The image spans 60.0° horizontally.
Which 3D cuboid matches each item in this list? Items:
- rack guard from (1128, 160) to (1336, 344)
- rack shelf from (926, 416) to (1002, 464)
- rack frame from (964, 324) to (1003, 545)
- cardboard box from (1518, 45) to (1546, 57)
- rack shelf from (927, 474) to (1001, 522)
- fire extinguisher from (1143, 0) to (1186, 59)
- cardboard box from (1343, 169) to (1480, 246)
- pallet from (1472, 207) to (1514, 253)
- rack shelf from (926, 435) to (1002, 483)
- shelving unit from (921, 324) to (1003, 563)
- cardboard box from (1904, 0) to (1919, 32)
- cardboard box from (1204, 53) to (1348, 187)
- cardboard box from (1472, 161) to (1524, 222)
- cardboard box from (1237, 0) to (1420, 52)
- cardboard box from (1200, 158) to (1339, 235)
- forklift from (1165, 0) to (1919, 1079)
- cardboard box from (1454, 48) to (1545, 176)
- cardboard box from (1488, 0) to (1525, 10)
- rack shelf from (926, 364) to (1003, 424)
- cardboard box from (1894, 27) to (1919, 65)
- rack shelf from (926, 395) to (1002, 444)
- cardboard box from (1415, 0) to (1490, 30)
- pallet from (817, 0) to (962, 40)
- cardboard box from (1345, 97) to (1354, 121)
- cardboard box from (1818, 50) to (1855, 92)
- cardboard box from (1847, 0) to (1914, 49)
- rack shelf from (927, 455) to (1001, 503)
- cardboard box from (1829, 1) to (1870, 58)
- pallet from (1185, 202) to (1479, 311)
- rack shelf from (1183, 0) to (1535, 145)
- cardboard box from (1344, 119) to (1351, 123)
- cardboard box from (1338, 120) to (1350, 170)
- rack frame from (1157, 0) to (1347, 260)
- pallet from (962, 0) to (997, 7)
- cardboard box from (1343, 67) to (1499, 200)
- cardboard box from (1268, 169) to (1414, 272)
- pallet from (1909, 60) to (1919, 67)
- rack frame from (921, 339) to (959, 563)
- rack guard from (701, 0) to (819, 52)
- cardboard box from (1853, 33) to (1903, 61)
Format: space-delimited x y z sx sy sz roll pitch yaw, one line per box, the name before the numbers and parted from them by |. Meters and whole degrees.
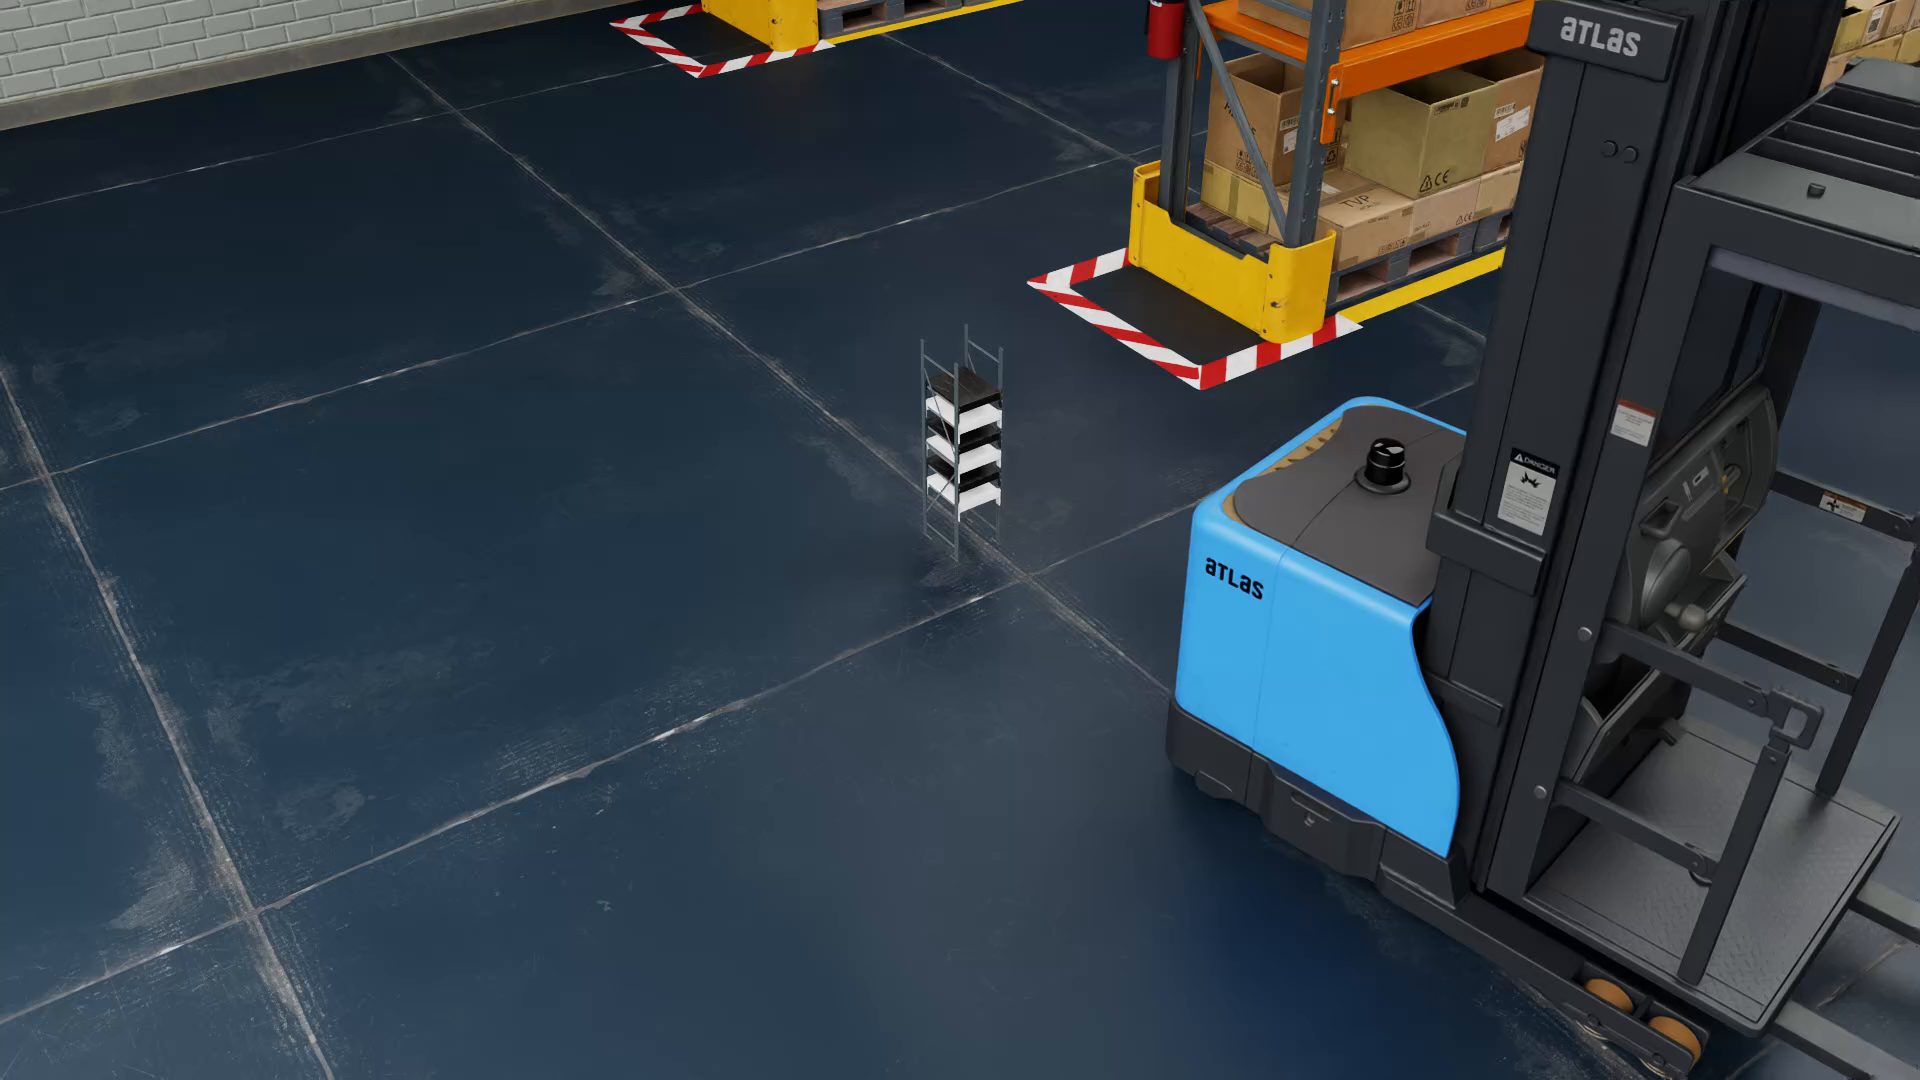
rack guard | 1.343 -1.477 8.375 0.348 0.500 1.175 -22 41 -28
rack shelf | 0.007 -0.414 6.458 0.200 0.077 0.258 -22 41 -28
rack frame | 0.090 -0.402 6.539 0.006 0.900 0.240 -22 41 -28
cardboard box | 3.156 -2.436 8.921 0.500 0.500 0.500 -22 41 -28
rack shelf | 0.007 -0.195 6.616 0.200 0.077 0.258 -22 41 -28
fire extinguisher | 0.998 -2.650 7.932 0.183 0.674 0.296 -22 41 -28
cardboard box | 2.335 -1.798 8.676 0.500 0.250 0.500 -22 41 -28
pallet | 2.960 -2.053 9.423 1.213 0.211 1.003 -22 41 -28
rack shelf | 0.007 -0.341 6.511 0.200 0.077 0.258 -22 41 -28
shelving unit | 0.007 -0.368 6.491 0.210 0.900 0.258 -22 41 -28
cardboard box | 5.948 -3.488 10.545 0.500 0.311 0.500 -24 42 -29
cardboard box | 1.629 -2.181 8.566 0.500 0.500 0.500 -22 41 -28
cardboard box | 2.744 -1.966 8.910 0.500 0.250 0.500 -22 41 -28
cardboard box | 1.751 -2.691 7.837 0.500 0.500 0.700 -22 41 -28
cardboard box | 1.630 -1.875 8.784 0.500 0.250 0.500 -22 41 -28
forklift | 2.114 -0.033 4.286 3.031 2.935 1.130 29 45 34
cardboard box | 2.738 -2.276 8.698 0.500 0.500 0.500 -22 41 -28
cardboard box | 2.587 -3.034 8.314 0.500 0.500 0.700 -22 41 -28
rack shelf | 0.007 -0.560 6.353 0.200 0.077 0.258 -22 41 -28
cardboard box | 5.945 -3.264 10.714 0.500 0.250 0.500 -24 42 -29
rack shelf | 0.007 -0.487 6.405 0.200 0.077 0.258 -22 41 -28
cardboard box | 2.178 -2.870 8.086 0.500 0.500 0.700 -21 41 -27
pallet | -0.748 -4.013 12.148 1.213 0.211 1.003 -22 41 -28
cardboard box | 2.438 -2.524 9.044 0.500 0.500 0.500 -22 41 -28
cardboard box | 5.104 -2.917 10.232 0.500 0.250 0.500 -23 42 -29
cardboard box | 5.525 -3.313 10.302 0.500 0.311 0.500 -23 42 -28
rack shelf | 0.007 -0.268 6.563 0.200 0.077 0.258 -22 41 -28
cardboard box | 5.113 -3.147 10.072 0.500 0.311 0.500 -22 41 -28
pallet | 1.963 -1.645 8.856 1.213 0.211 1.003 -22 41 -28
rack shelf | 2.997 -2.880 8.802 4.000 0.370 1.077 -22 41 -28
cardboard box | 2.440 -2.218 9.260 0.500 0.250 0.500 -22 41 -28
cardboard box | 2.032 -2.049 9.025 0.500 0.250 0.500 -22 41 -28
rack frame | 1.362 -2.500 7.657 0.127 3.000 1.000 -22 41 -28
pallet | 0.248 -4.420 12.715 1.213 0.211 1.003 -22 41 -28
cardboard box | 2.336 -2.102 8.456 0.500 0.500 0.500 -22 41 -28
cardboard box | 1.929 -1.628 8.440 0.500 0.250 0.500 -22 41 -28
pallet | 6.210 -3.392 11.286 1.213 0.211 1.003 -22 41 -28
rack frame | -0.076 -0.334 6.443 0.006 0.900 0.240 -22 41 -28
rack guard | -1.432 -3.873 11.707 0.348 0.500 1.175 -22 41 -28
cardboard box | 5.523 -3.088 10.470 0.500 0.250 0.500 -21 41 -27
